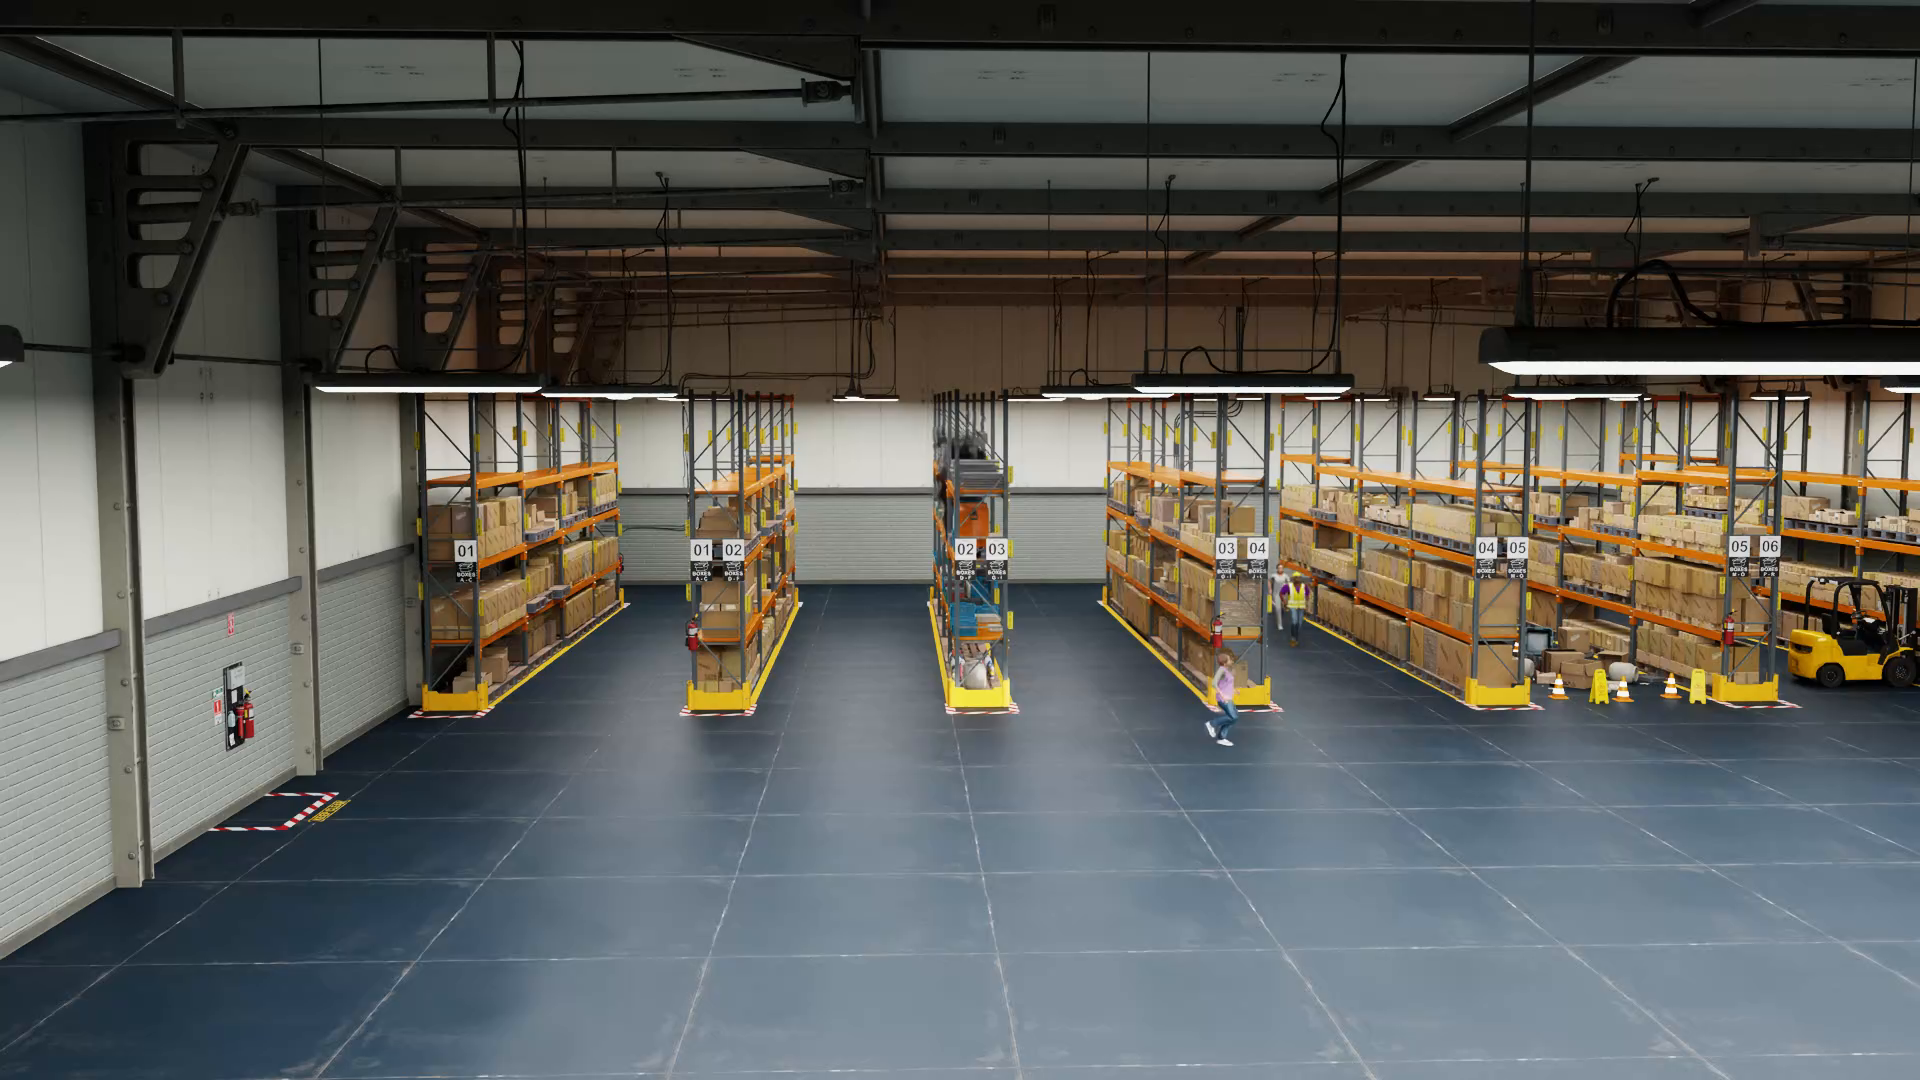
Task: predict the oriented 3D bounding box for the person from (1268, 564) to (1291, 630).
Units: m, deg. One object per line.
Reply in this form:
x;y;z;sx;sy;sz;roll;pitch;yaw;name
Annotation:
8.143;1.421;42.332;0.570;1.646;0.914;0;5;-1;person

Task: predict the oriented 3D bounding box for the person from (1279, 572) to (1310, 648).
7.947;1.651;39.258;0.675;1.805;0.689;-1;5;-7;person

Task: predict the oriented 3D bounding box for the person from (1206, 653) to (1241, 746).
4.432;2.677;27.936;0.545;1.555;0.536;2;5;23;person
